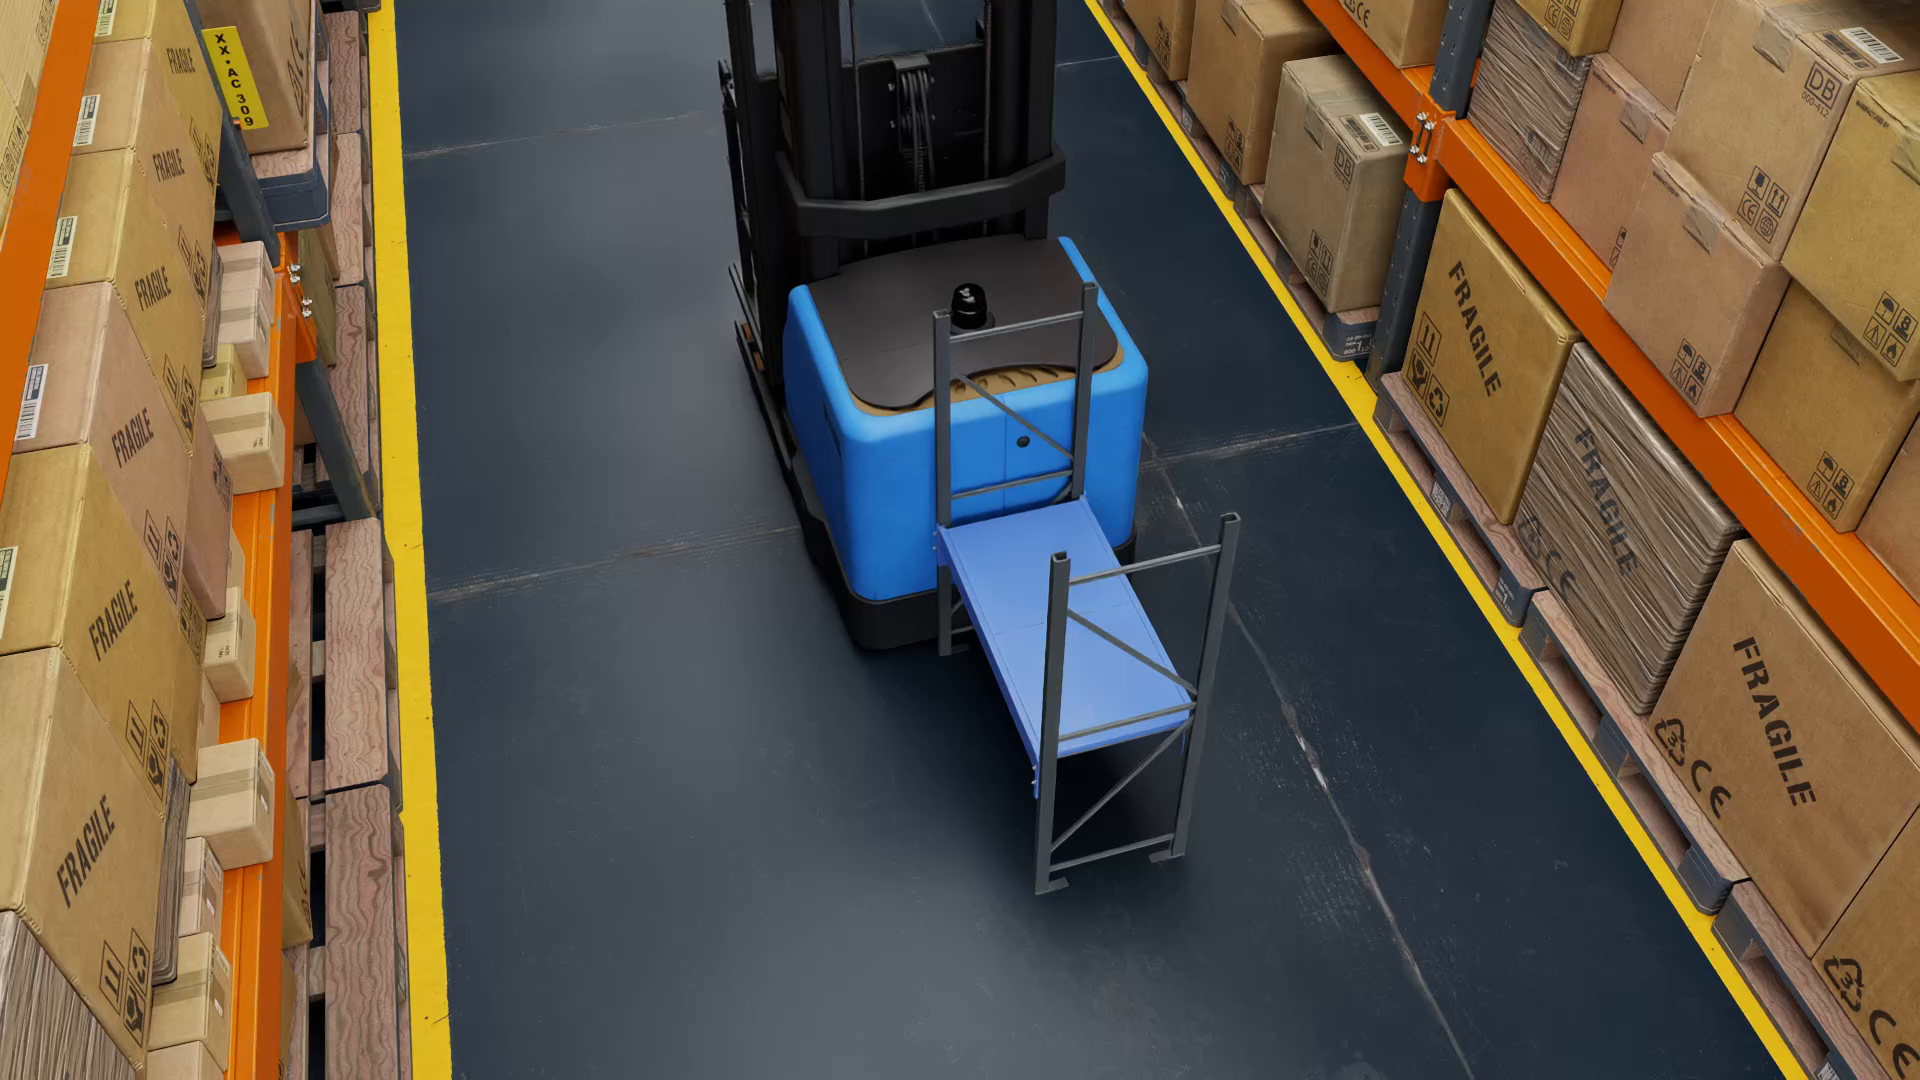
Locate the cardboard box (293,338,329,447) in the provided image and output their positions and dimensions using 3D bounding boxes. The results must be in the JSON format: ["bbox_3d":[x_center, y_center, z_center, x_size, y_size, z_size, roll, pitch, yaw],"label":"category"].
[{"bbox_3d":[-2.780,-0.645,6.224,0.700,0.500,0.500,-14,47,-13],"label":"cardboard box"}]

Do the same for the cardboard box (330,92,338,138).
[{"bbox_3d":[-3.322,-2.140,7.689,0.700,0.500,0.500,-14,47,-14],"label":"cardboard box"}]

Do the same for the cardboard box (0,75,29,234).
[{"bbox_3d":[-1.892,-0.610,2.753,0.500,0.250,0.500,-9,46,-9],"label":"cardboard box"}]

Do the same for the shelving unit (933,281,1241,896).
[{"bbox_3d":[0.316,0.170,5.033,0.538,1.500,1.048,-13,47,-12],"label":"shelving unit"}]

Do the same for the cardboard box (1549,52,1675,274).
[{"bbox_3d":[2.446,-1.200,5.221,0.875,0.550,0.550,-11,47,-10],"label":"cardboard box"}]

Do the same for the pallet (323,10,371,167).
[{"bbox_3d":[-3.469,-2.184,8.243,1.003,0.211,1.213,-11,47,-10],"label":"pallet"}]

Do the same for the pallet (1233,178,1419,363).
[{"bbox_3d":[1.907,-1.319,7.394,1.003,0.211,1.213,-11,47,-10],"label":"pallet"}]

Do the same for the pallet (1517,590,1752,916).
[{"bbox_3d":[2.612,0.584,5.530,1.003,0.211,1.213,-11,47,-10],"label":"pallet"}]

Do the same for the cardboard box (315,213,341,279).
[{"bbox_3d":[-3.028,-1.364,6.929,0.700,0.500,0.500,-14,47,-14],"label":"cardboard box"}]

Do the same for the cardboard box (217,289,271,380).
[{"bbox_3d":[-2.250,-0.582,4.896,0.380,0.149,0.250,-11,47,-10],"label":"cardboard box"}]

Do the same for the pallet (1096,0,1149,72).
[{"bbox_3d":[1.282,-3.003,9.045,1.003,0.211,1.213,-11,47,-10],"label":"pallet"}]

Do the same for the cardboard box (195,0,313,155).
[{"bbox_3d":[-2.712,-1.870,5.268,1.000,1.000,1.000,-10,46,-10],"label":"cardboard box"}]

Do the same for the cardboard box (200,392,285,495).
[{"bbox_3d":[-2.072,-0.246,4.567,0.380,0.149,0.250,-11,47,-10],"label":"cardboard box"}]

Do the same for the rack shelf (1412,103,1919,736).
[{"bbox_3d":[2.689,-0.143,4.794,1.077,0.370,4.000,-11,47,-10],"label":"rack shelf"}]

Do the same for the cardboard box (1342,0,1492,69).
[{"bbox_3d":[1.785,-2.122,6.159,0.500,0.500,0.500,-11,47,-11],"label":"cardboard box"}]

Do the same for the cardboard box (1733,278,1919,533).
[{"bbox_3d":[2.703,-0.458,4.494,0.875,0.550,0.500,-11,47,-10],"label":"cardboard box"}]

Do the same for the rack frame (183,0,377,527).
[{"bbox_3d":[-2.644,-0.939,5.070,1.000,3.000,0.127,-11,47,-10],"label":"rack frame"}]

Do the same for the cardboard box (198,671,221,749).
[{"bbox_3d":[-1.945,0.469,3.866,0.380,0.149,0.250,-11,47,-10],"label":"cardboard box"}]

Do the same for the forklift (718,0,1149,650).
[{"bbox_3d":[-0.303,-1.719,5.882,1.130,2.935,3.031,-13,47,-12],"label":"forklift"}]

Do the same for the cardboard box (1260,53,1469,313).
[{"bbox_3d":[1.931,-1.547,6.947,1.050,0.750,0.750,-11,47,-11],"label":"cardboard box"}]

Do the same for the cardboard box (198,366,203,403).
[{"bbox_3d":[-2.494,-0.404,4.267,0.875,0.500,0.500,-11,47,-10],"label":"cardboard box"}]

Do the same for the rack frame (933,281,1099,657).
[{"bbox_3d":[0.164,-0.176,5.373,0.500,1.500,0.032,-13,47,-12],"label":"rack frame"}]

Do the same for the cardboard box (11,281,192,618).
[{"bbox_3d":[-1.881,-0.131,3.300,0.500,0.500,0.500,-11,47,-10],"label":"cardboard box"}]

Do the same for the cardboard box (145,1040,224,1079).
[{"bbox_3d":[-1.641,1.150,3.198,0.380,0.149,0.250,-11,47,-10],"label":"cardboard box"}]

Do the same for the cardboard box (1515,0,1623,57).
[{"bbox_3d":[2.238,-1.945,5.195,0.875,0.550,0.550,-11,47,-10],"label":"cardboard box"}]

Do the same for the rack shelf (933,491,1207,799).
[{"bbox_3d":[0.316,0.296,5.162,0.538,0.185,1.000,-13,47,-12],"label":"rack shelf"}]

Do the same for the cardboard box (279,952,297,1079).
[{"bbox_3d":[-2.091,1.275,4.357,0.500,0.500,0.500,-7,46,-7],"label":"cardboard box"}]

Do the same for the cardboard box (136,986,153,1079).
[{"bbox_3d":[-1.978,0.976,2.915,0.875,0.500,0.500,-11,47,-10],"label":"cardboard box"}]

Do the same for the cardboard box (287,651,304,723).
[{"bbox_3d":[-2.426,0.467,5.148,0.500,0.500,0.500,3,46,2],"label":"cardboard box"}]

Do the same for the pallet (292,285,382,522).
[{"bbox_3d":[-2.844,-0.500,6.592,1.003,0.211,1.213,-11,47,-10],"label":"pallet"}]

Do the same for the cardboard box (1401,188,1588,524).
[{"bbox_3d":[2.270,-0.732,6.061,0.875,0.875,0.875,-10,46,-10],"label":"cardboard box"}]

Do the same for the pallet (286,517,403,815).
[{"bbox_3d":[-2.437,0.495,5.617,1.003,0.211,1.213,-11,47,-10],"label":"pallet"}]

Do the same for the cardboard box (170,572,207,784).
[{"bbox_3d":[-2.181,0.276,3.601,0.875,0.500,0.500,-11,47,-10],"label":"cardboard box"}]

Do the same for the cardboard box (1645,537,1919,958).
[{"bbox_3d":[2.736,0.519,4.834,0.875,0.875,0.875,-11,47,-11],"label":"cardboard box"}]

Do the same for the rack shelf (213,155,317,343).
[{"bbox_3d":[-3.156,-2.068,6.680,1.077,0.370,4.000,-11,47,-10],"label":"rack shelf"}]

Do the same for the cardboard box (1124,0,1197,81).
[{"bbox_3d":[1.449,-2.857,8.231,1.050,0.750,0.750,-10,46,-10],"label":"cardboard box"}]

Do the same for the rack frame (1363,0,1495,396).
[{"bbox_3d":[2.177,-1.776,5.890,1.000,3.000,0.127,-11,47,-10],"label":"rack frame"}]

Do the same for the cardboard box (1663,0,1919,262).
[{"bbox_3d":[2.497,-1.189,4.454,0.875,0.550,0.550,-11,47,-10],"label":"cardboard box"}]

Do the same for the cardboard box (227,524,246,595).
[{"bbox_3d":[-2.032,0.116,4.212,0.380,0.149,0.250,-11,47,-10],"label":"cardboard box"}]

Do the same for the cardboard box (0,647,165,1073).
[{"bbox_3d":[-1.618,0.558,2.625,0.500,0.500,0.500,-11,47,-10],"label":"cardboard box"}]

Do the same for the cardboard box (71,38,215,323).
[{"bbox_3d":[-2.133,-0.822,3.977,0.500,0.500,0.500,-11,47,-10],"label":"cardboard box"}]

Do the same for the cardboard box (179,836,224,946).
[{"bbox_3d":[-1.789,0.809,3.533,0.380,0.149,0.250,-11,47,-10],"label":"cardboard box"}]
